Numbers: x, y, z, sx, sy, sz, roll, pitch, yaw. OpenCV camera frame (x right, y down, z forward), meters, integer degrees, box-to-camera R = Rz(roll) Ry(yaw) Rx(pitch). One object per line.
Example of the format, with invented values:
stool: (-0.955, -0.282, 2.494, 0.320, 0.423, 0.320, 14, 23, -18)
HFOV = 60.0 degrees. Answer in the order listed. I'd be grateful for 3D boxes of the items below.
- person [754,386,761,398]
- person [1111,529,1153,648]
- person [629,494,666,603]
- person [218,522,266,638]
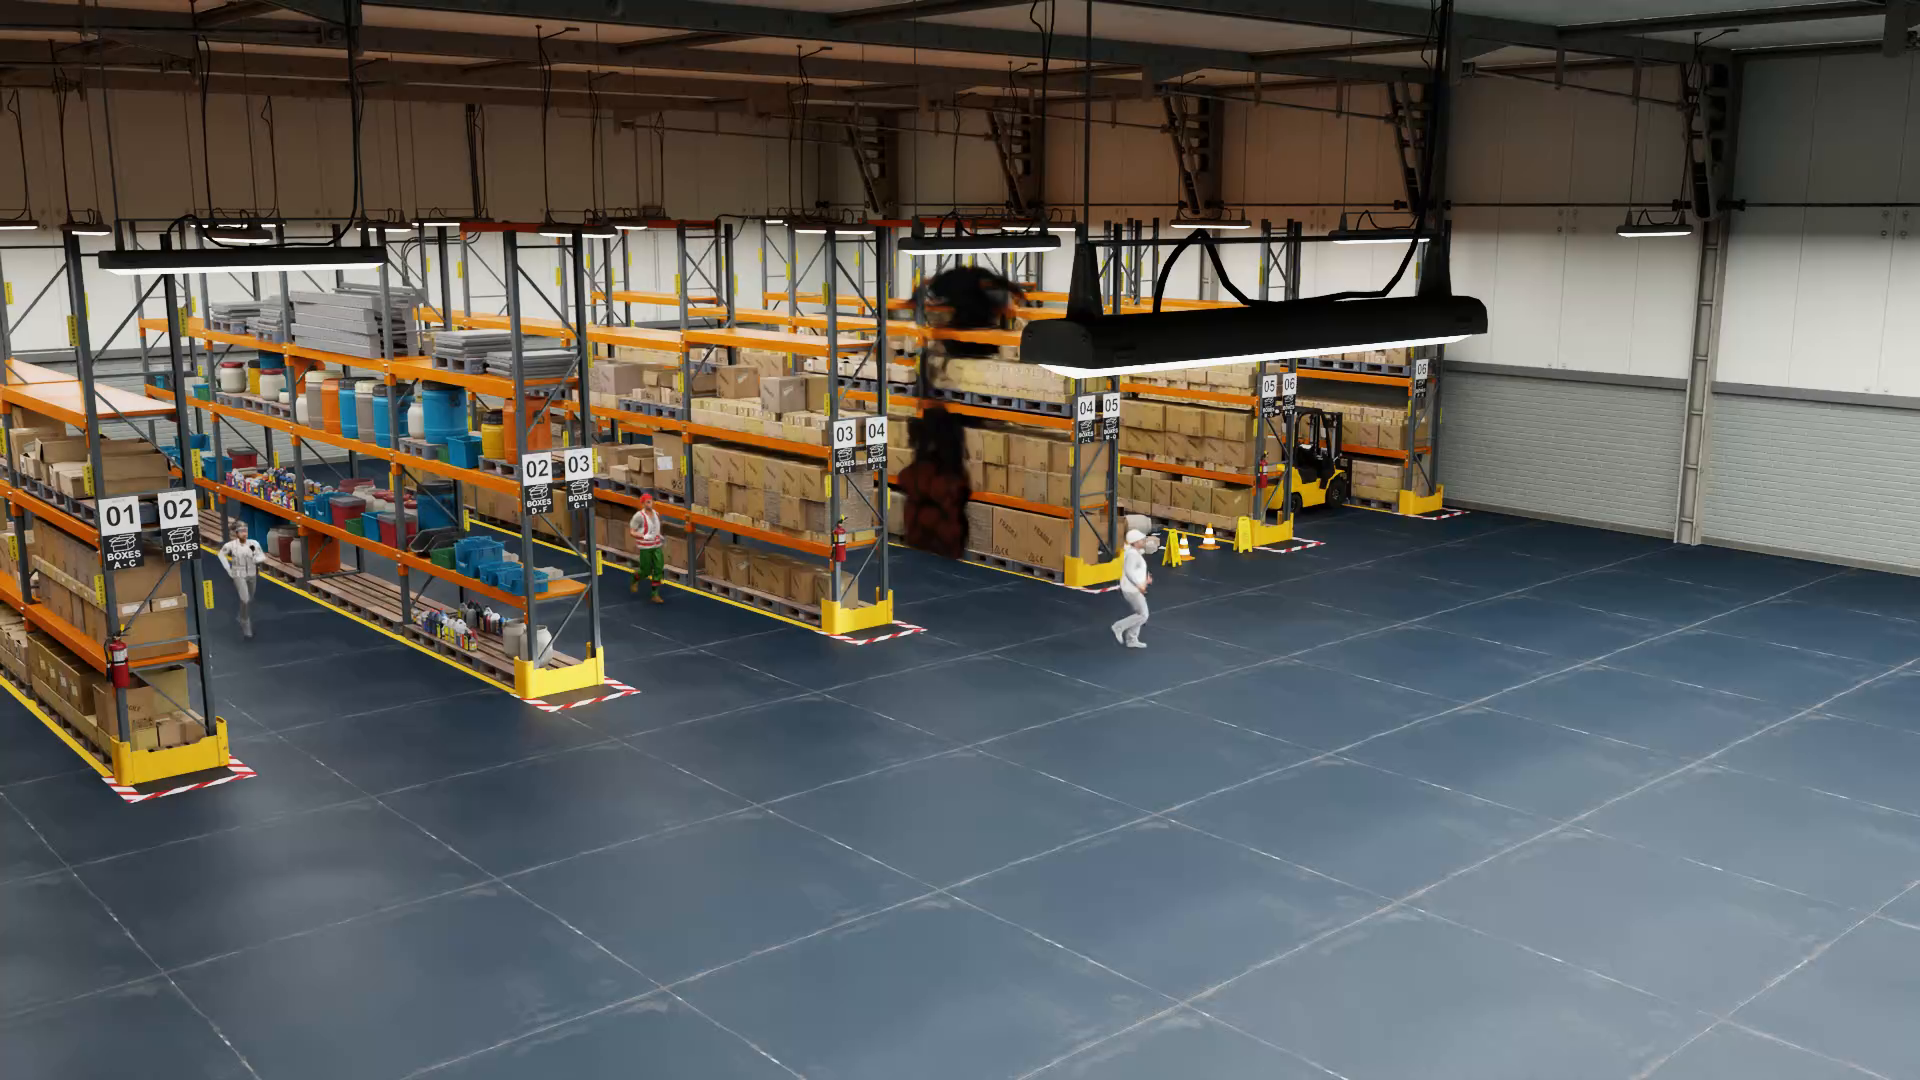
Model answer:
person: (-5.305, -3.446, 44.420, 1.052, 1.750, 0.733, 0, 11, -2)
person: (2.490, 0.703, 24.044, 0.631, 1.747, 0.657, 0, 11, -2)
person: (-5.053, 0.113, 26.843, 0.782, 1.757, 0.663, 10, 15, 41)
person: (-10.696, 0.572, 24.863, 0.591, 1.737, 0.762, -11, 16, -42)
